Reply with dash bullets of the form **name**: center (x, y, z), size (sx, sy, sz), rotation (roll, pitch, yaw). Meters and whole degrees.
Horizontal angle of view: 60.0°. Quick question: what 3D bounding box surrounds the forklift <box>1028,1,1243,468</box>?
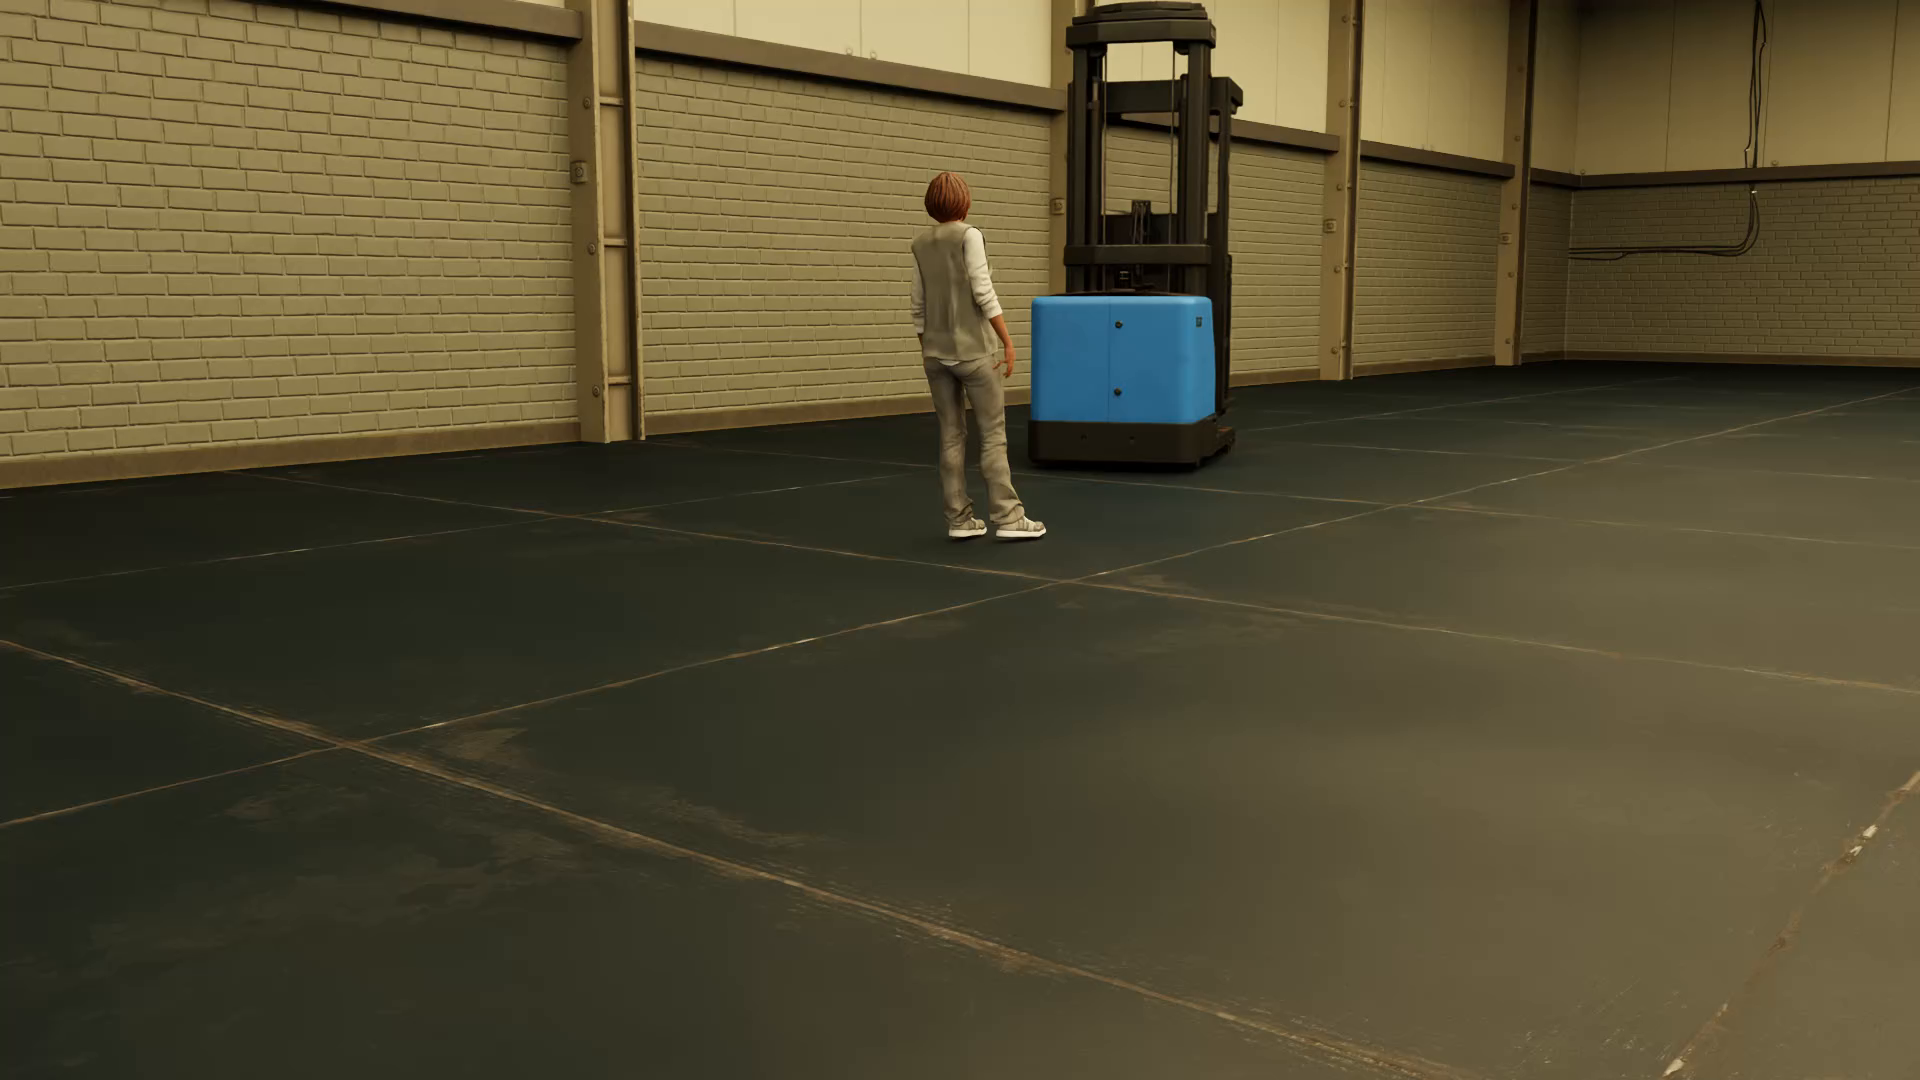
- **forklift**: center (1.326, -2.071, 11.437), size (1.130, 2.935, 3.031), rotation (2, 9, 16)

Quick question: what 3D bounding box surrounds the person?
- **person**: center (0.058, -0.803, 7.337), size (0.520, 1.595, 0.473), rotation (7, 11, 38)
